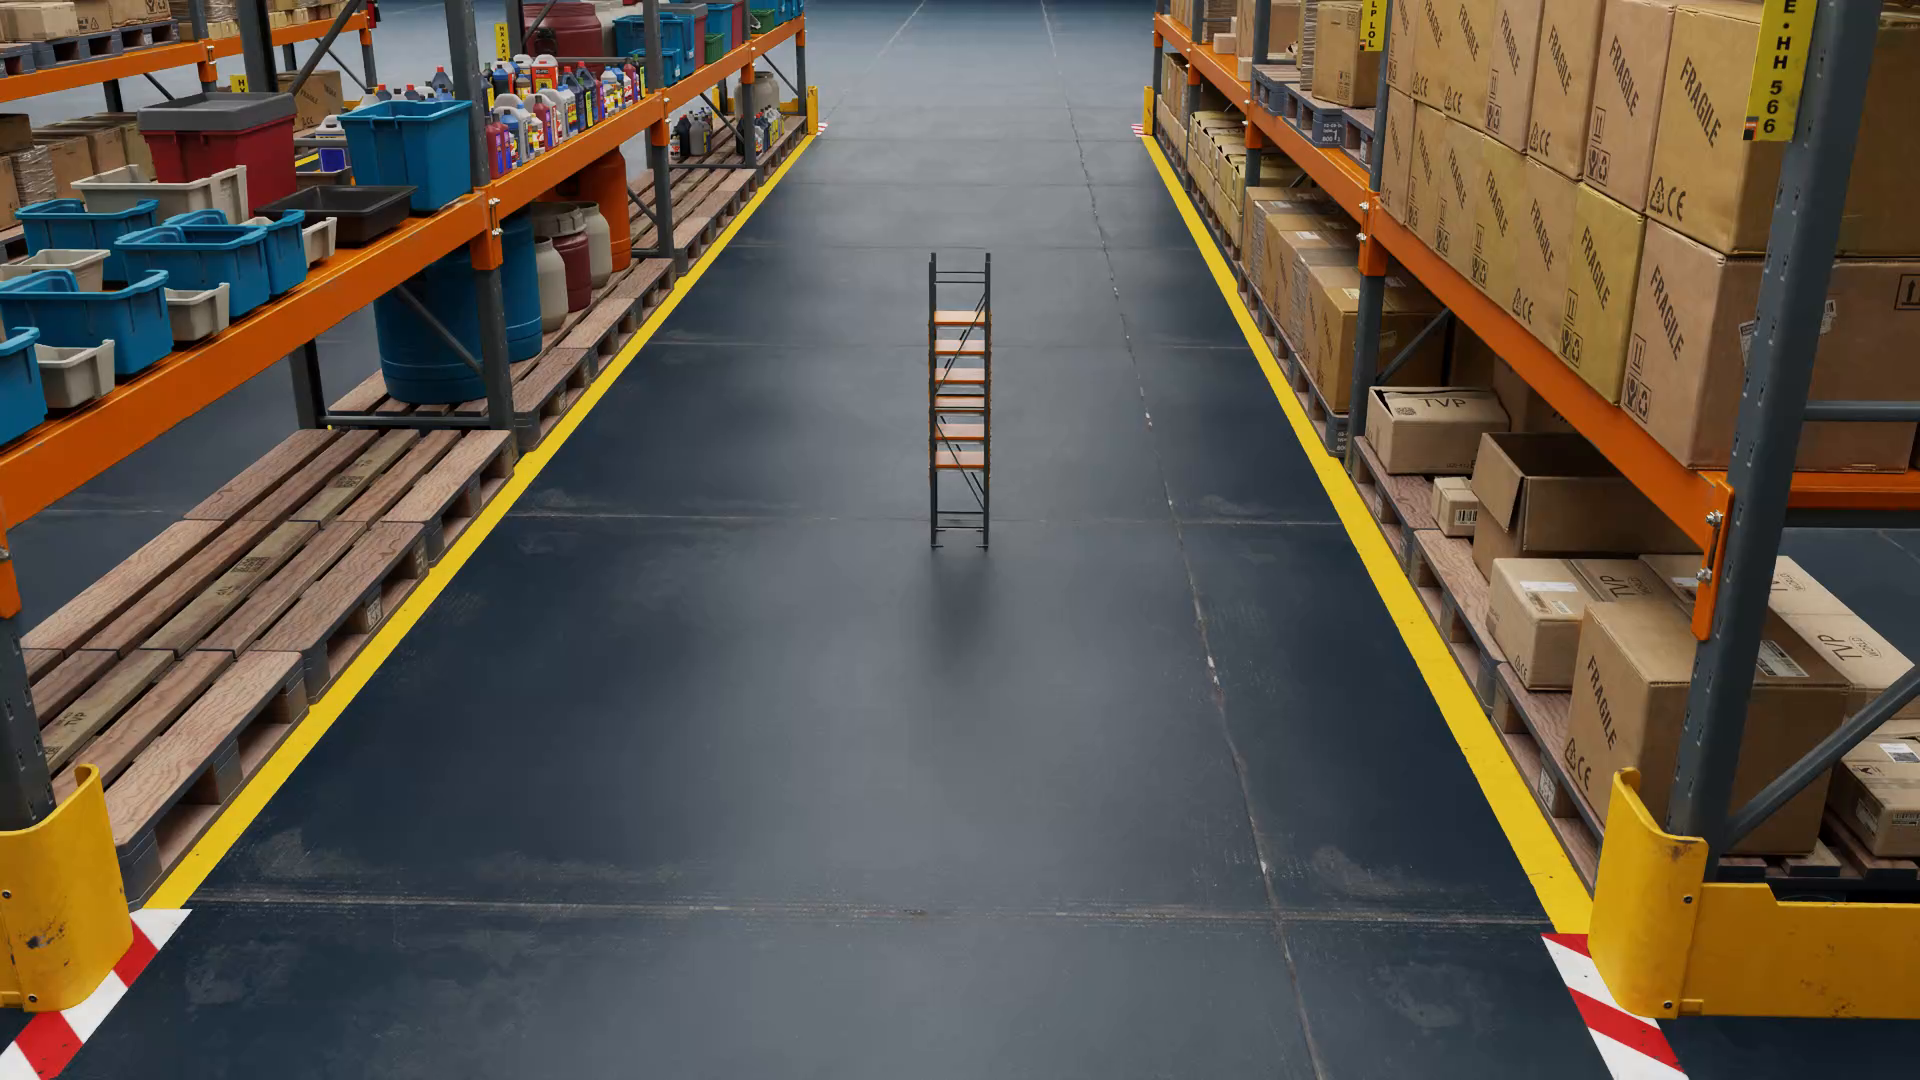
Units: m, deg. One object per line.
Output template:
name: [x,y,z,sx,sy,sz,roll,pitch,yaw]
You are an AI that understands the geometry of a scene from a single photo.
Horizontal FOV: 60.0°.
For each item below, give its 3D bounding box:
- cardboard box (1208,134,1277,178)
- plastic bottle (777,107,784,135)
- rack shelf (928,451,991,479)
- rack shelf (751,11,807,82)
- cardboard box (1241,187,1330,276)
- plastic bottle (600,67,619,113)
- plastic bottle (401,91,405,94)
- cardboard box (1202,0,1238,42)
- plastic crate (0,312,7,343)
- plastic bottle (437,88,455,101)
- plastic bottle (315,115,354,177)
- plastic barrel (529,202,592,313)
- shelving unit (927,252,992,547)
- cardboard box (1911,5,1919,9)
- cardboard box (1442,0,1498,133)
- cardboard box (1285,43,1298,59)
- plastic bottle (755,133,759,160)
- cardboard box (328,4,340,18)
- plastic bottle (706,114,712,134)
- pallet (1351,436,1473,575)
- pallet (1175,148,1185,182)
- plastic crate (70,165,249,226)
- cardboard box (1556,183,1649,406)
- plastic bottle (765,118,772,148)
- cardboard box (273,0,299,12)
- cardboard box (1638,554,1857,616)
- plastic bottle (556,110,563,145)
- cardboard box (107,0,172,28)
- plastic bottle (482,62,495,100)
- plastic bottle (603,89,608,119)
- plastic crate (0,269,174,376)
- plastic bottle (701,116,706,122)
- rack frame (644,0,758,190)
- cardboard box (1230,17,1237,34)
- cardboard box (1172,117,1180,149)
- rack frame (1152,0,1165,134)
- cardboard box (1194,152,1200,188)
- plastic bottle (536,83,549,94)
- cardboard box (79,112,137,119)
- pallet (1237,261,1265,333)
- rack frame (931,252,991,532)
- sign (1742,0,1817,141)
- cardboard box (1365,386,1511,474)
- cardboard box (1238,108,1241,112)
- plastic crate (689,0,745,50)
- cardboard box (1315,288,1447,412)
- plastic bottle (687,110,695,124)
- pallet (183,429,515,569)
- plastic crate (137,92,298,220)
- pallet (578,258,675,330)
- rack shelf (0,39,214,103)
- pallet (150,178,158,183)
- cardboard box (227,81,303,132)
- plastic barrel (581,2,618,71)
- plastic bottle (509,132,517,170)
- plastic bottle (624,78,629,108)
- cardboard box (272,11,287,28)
cardboard box: [2.259,-3.078,13.260,0.500,0.311,0.500,1,21,3]
plastic bottle: [-1.866,-4.335,17.201,0.061,0.283,0.133,1,21,3]
rack shelf: [0.000,-0.299,6.928,0.258,0.103,0.180,1,21,2]
rack shelf: [-2.324,-5.049,16.889,1.077,0.370,4.000,1,21,2]
cardboard box: [2.145,-2.037,10.980,0.500,0.500,0.500,2,21,4]
plastic bottle: [-2.133,-2.738,10.117,0.097,0.271,0.097,0,21,0]
plastic bottle: [-2.909,-2.220,8.775,0.152,0.276,0.135,1,21,2]
cardboard box: [2.573,-4.812,15.146,0.700,0.500,0.500,0,21,0]
plastic crate: [-2.883,-0.629,4.784,0.396,0.136,0.243,1,21,2]
plastic bottle: [-2.776,-2.307,9.005,0.097,0.271,0.097,0,21,0]
plastic bottle: [-2.939,-1.857,7.839,0.152,0.276,0.135,1,21,2]
plastic barrel: [-2.539,-1.701,10.019,0.600,0.588,0.708,1,21,2]
shelving unit: [0.000,-0.565,6.825,0.258,1.200,0.189,1,21,2]
cardboard box: [2.478,-0.937,3.776,0.500,0.500,0.500,1,21,3]
cardboard box: [1.996,-1.686,5.706,0.500,0.500,0.500,0,21,0]
cardboard box: [2.499,-3.248,11.377,0.500,0.311,0.500,2,21,5]
plastic bottle: [-1.937,-3.705,15.593,0.097,0.271,0.097,0,21,0]
cardboard box: [-6.980,-5.758,18.069,0.380,0.149,0.250,1,21,2]
plastic bottle: [-2.633,-4.318,17.272,0.097,0.201,0.097,0,21,0]
pallet: [2.301,-0.164,7.161,1.003,0.211,1.213,1,21,2]
pallet: [2.632,-3.592,15.995,1.003,0.211,1.213,1,21,2]
plastic crate: [-2.859,-1.191,6.033,0.437,0.282,0.530,1,21,2]
cardboard box: [1.955,-0.665,4.459,0.500,0.500,0.500,1,21,2]
plastic bottle: [-1.893,-4.014,16.376,0.061,0.283,0.133,2,21,4]
cardboard box: [-7.238,-5.605,16.779,0.875,0.500,0.500,1,21,2]
cardboard box: [2.532,0.255,5.417,0.500,0.250,0.500,1,21,2]
plastic bottle: [-2.174,-2.215,8.867,0.097,0.201,0.097,0,21,0]
cardboard box: [-7.499,-4.905,14.114,1.000,1.000,1.000,1,21,2]
plastic bottle: [-2.906,-2.792,10.240,0.061,0.283,0.133,1,21,2]
plastic bottle: [-2.142,-2.600,9.857,0.097,0.201,0.097,0,21,0]
plastic crate: [-2.393,-0.596,4.566,0.416,0.233,0.300,1,21,2]
plastic bottle: [-2.534,-4.030,16.416,0.061,0.283,0.133,1,21,2]
rack frame: [-2.385,-4.661,14.895,1.000,3.000,0.127,1,21,2]
cardboard box: [2.595,-4.357,14.318,0.500,0.250,0.500,2,21,5]
cardboard box: [2.387,-4.051,16.543,0.500,0.250,0.500,1,21,2]
rack frame: [2.688,-6.051,18.478,1.000,3.000,0.127,1,21,2]
cardboard box: [2.289,-3.191,14.327,0.500,0.250,0.500,1,21,3]
plastic bottle: [-2.305,-2.404,9.256,0.097,0.271,0.097,0,21,0]
cardboard box: [-7.376,-3.533,14.836,0.700,0.500,0.500,-1,21,-3]
pallet: [2.384,-1.589,10.833,1.003,0.211,1.213,1,21,2]
rack frame: [0.003,-0.598,6.911,0.240,1.200,0.006,1,21,2]
sign: [1.647,-0.967,3.336,0.100,0.325,0.005,1,21,2]
cardboard box: [2.094,-0.515,7.318,0.500,0.311,0.500,1,21,2]
cardboard box: [2.901,-4.214,15.926,0.500,0.500,0.500,1,21,2]
plastic crate: [-2.094,-4.512,14.423,0.402,0.464,0.583,1,21,2]
cardboard box: [2.051,-0.934,8.137,0.500,0.500,0.500,1,21,1]
plastic bottle: [-2.638,-4.053,16.382,0.144,0.351,0.185,1,21,1]
pallet: [-2.612,-0.202,7.258,1.003,0.211,1.213,1,21,2]
plastic crate: [-2.906,-1.506,6.593,0.402,0.464,0.583,1,21,2]
pallet: [-2.489,-1.629,10.936,1.003,0.211,1.213,1,21,2]
rack shelf: [-7.396,-3.657,13.302,1.077,0.370,4.000,1,21,2]
pallet: [-7.358,-3.134,14.814,1.003,0.211,1.213,1,21,2]
cardboard box: [-7.271,-4.524,17.417,0.500,0.500,0.500,3,21,7]
plastic barrel: [-2.689,-3.641,12.112,0.421,0.512,0.421,0,21,0]
plastic bottle: [-2.201,-1.894,8.038,0.097,0.201,0.097,0,21,0]
plastic bottle: [-2.124,-2.811,10.401,0.097,0.201,0.097,0,21,0]
cardboard box: [-6.996,-5.215,16.671,0.380,0.149,0.250,1,21,2]
